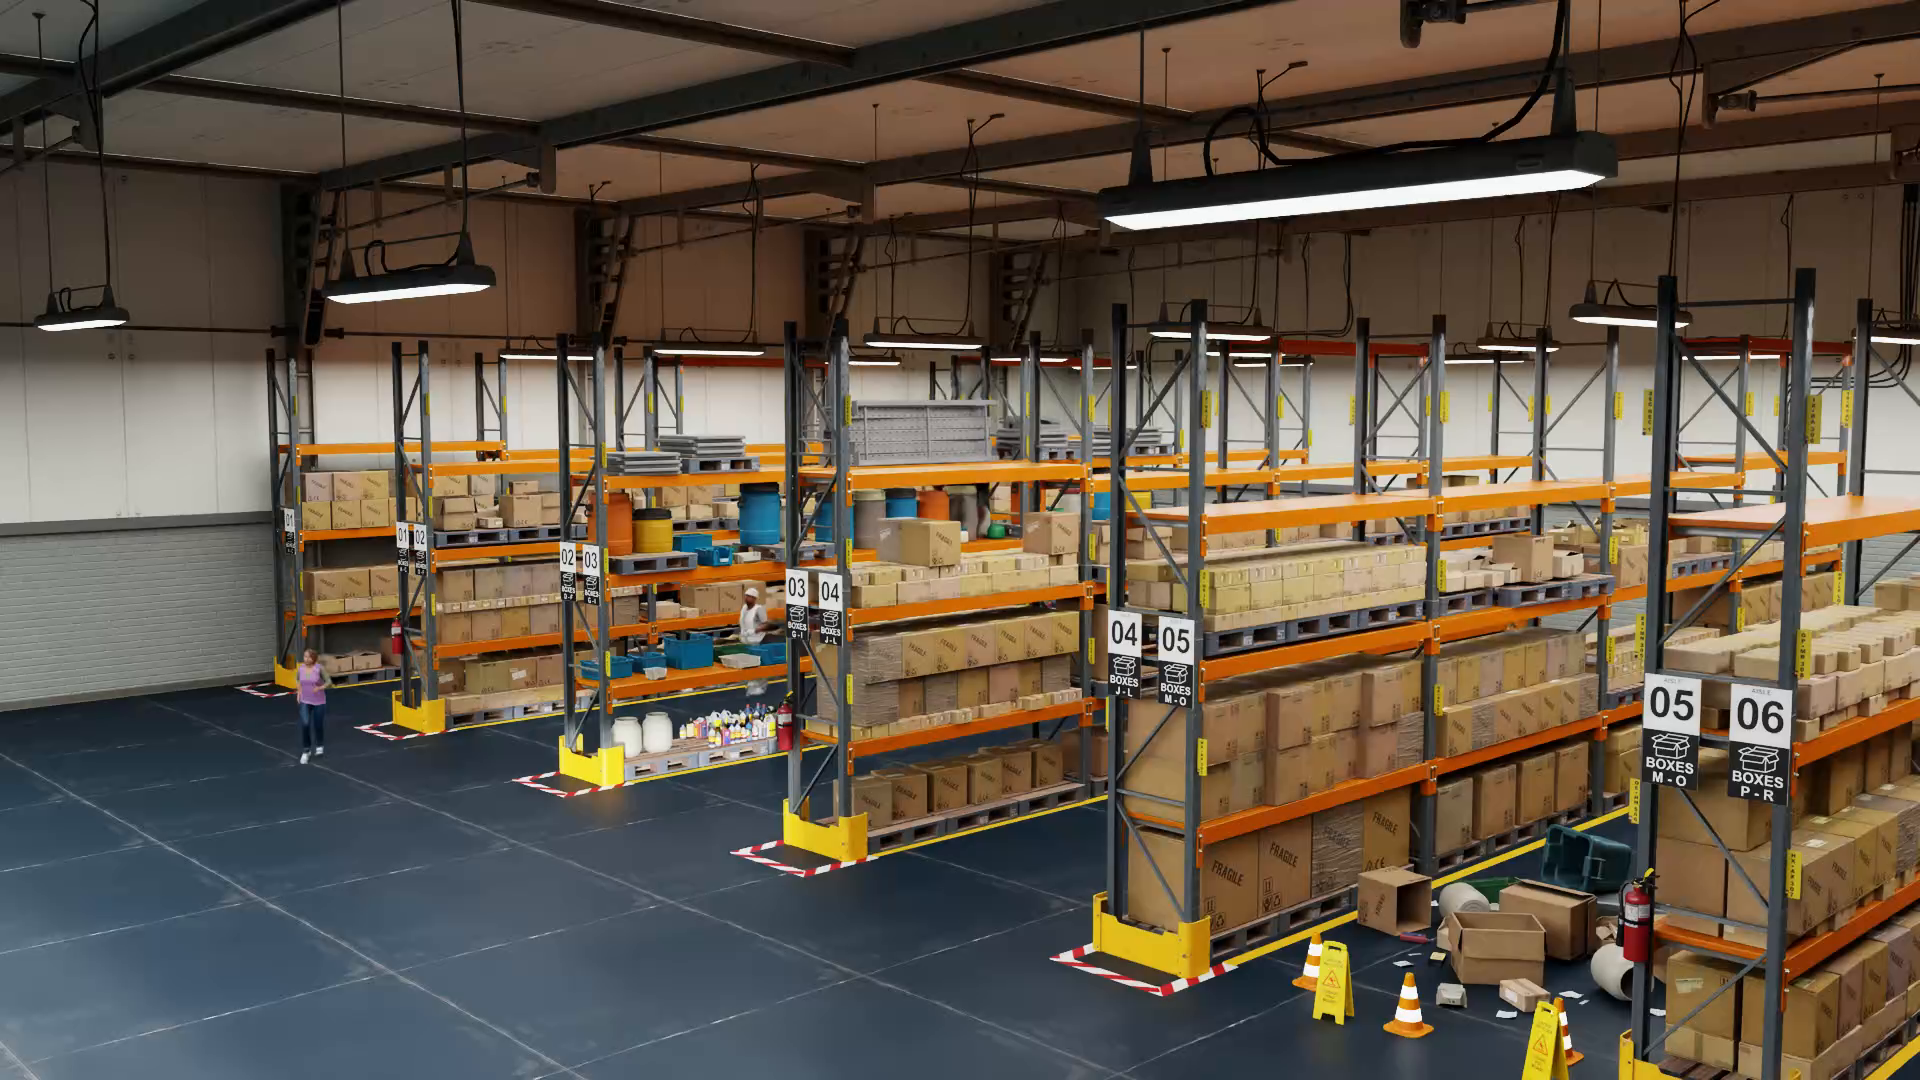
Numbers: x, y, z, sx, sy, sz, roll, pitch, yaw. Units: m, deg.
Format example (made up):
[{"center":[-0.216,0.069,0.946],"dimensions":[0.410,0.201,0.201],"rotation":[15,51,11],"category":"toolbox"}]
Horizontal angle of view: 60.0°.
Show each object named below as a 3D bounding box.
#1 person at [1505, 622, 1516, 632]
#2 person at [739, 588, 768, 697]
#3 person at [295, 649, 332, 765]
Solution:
[{"center":[8.637,2.103,26.095],"dimensions":[0.580,1.662,0.685],"rotation":[5,7,44],"category":"person"},{"center":[-3.408,1.676,27.003],"dimensions":[0.684,1.807,0.615],"rotation":[4,6,40],"category":"person"},{"center":[-9.134,2.335,23.506],"dimensions":[0.528,1.633,0.717],"rotation":[-1,5,-13],"category":"person"}]
